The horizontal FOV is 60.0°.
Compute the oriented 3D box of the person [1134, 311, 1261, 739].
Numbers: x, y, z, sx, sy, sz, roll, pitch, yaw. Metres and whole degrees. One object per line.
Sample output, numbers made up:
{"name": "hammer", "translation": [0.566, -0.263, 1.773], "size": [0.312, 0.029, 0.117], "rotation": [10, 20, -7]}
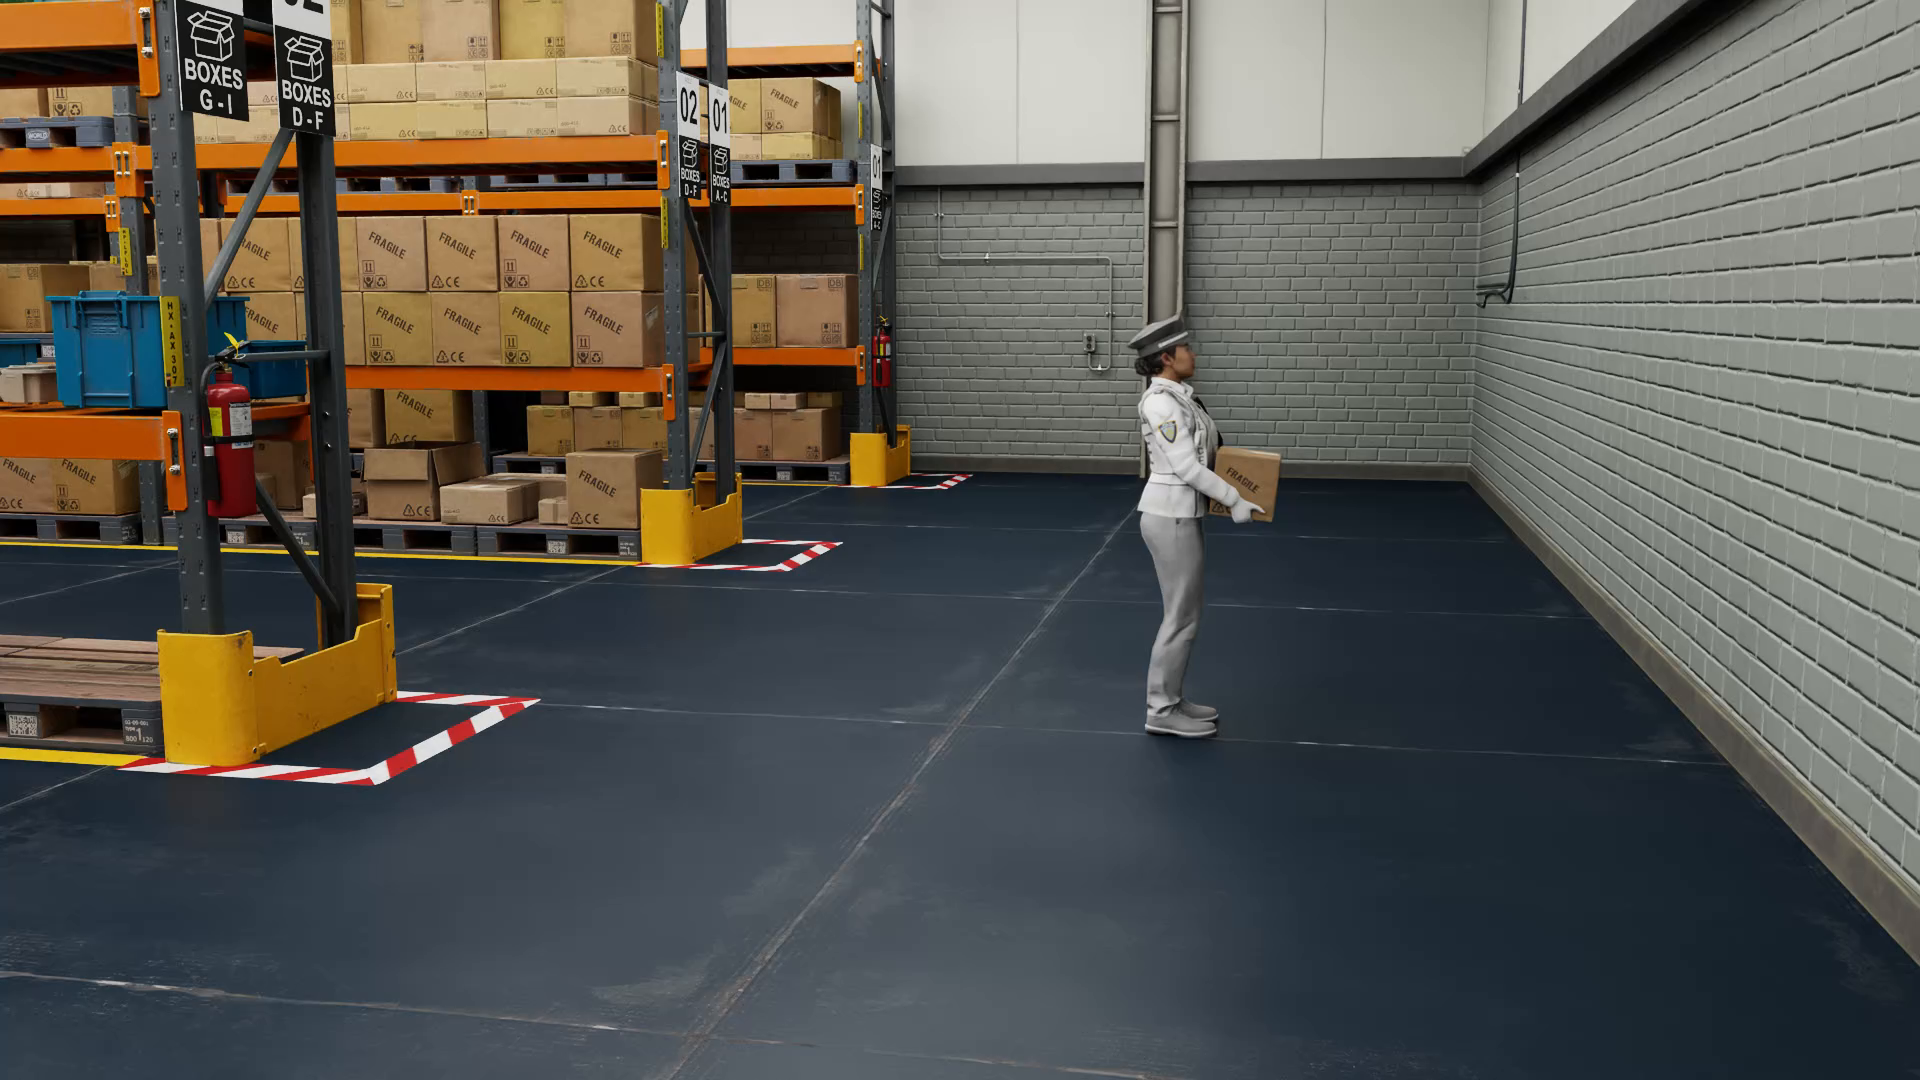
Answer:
{"name": "person", "translation": [0.951, -0.070, 6.701], "size": [0.517, 1.692, 0.482], "rotation": [2, 8, 11]}
